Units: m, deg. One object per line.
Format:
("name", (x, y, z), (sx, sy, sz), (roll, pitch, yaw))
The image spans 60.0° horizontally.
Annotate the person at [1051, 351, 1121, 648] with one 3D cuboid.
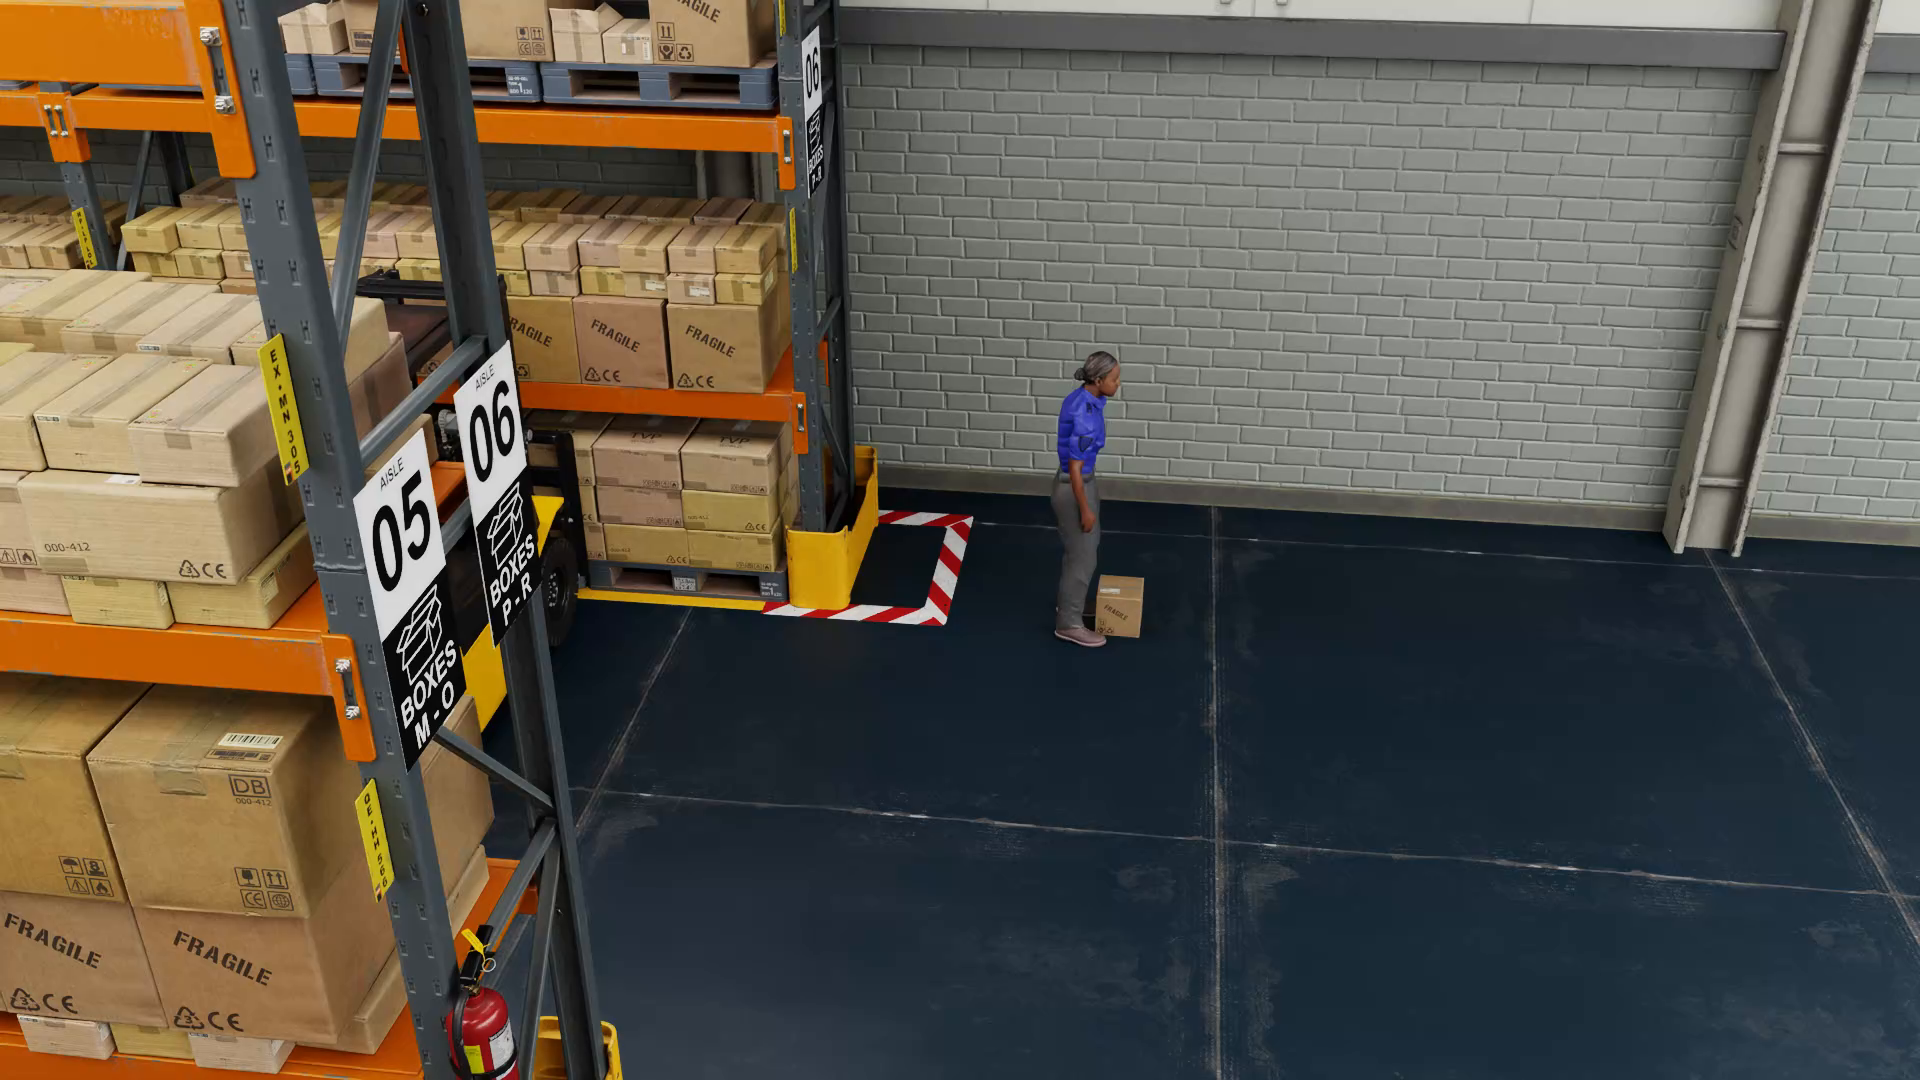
("person", (0.674, -0.250, 9.089), (0.352, 1.654, 0.518), (3, 29, 5))
